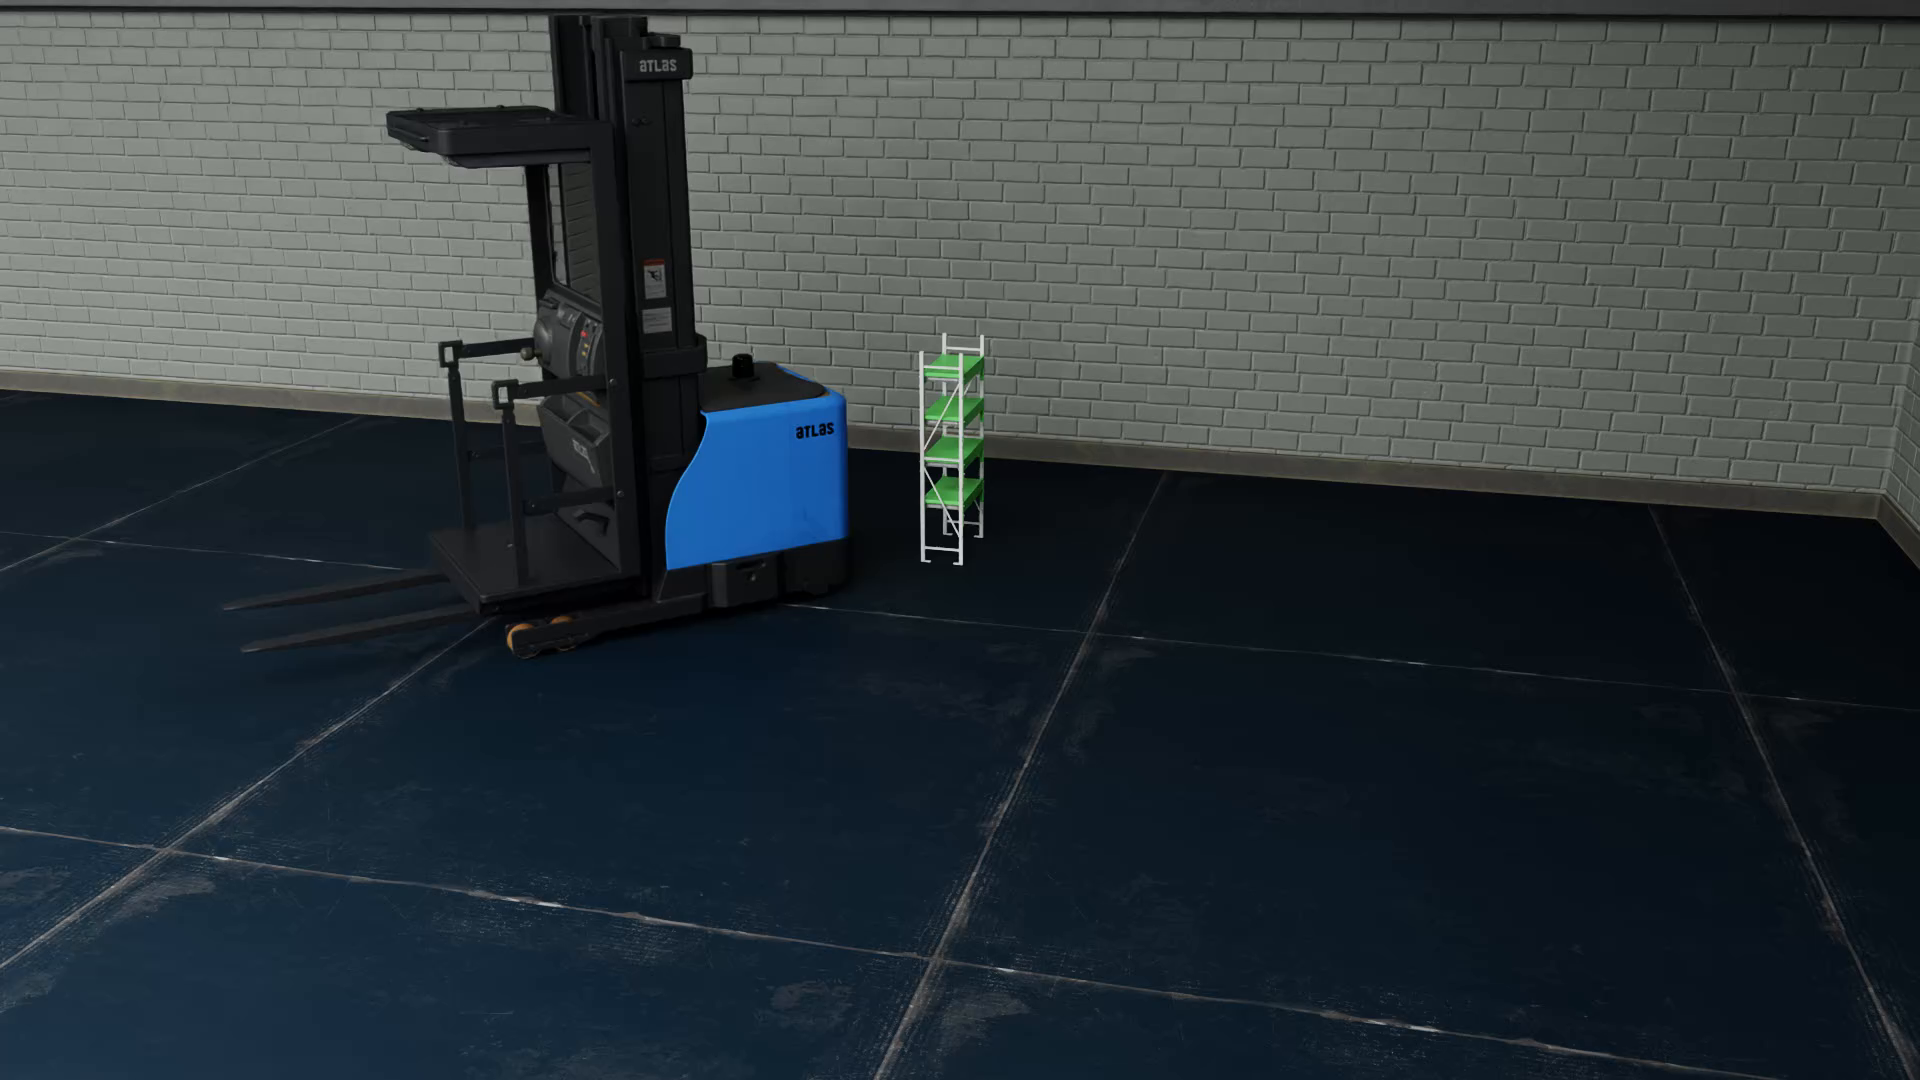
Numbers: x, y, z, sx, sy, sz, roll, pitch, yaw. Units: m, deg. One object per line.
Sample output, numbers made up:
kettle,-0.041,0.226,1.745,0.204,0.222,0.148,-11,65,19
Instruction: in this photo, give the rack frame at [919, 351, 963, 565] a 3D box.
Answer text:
rack frame,-0.100,-0.439,9.118,0.240,1.200,0.015,5,19,13

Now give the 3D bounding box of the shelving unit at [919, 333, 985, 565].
shelving unit,-0.040,-0.516,9.342,0.258,1.200,0.503,5,19,13

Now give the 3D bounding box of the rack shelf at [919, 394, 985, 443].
rack shelf,-0.040,-0.683,9.285,0.258,0.148,0.480,5,19,13

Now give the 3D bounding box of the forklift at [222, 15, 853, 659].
forklift,-2.105,-1.010,8.111,3.031,2.935,1.130,-11,22,-28

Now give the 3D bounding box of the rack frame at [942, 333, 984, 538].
rack frame,0.019,-0.592,9.566,0.240,1.200,0.015,5,19,13

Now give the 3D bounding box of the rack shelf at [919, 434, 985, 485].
rack shelf,-0.040,-0.455,9.362,0.258,0.148,0.480,5,19,13

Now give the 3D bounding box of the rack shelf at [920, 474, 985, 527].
rack shelf,-0.040,-0.228,9.440,0.258,0.148,0.480,5,19,13

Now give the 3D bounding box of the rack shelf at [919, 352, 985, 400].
rack shelf,-0.040,-0.910,9.207,0.258,0.148,0.480,5,19,13
